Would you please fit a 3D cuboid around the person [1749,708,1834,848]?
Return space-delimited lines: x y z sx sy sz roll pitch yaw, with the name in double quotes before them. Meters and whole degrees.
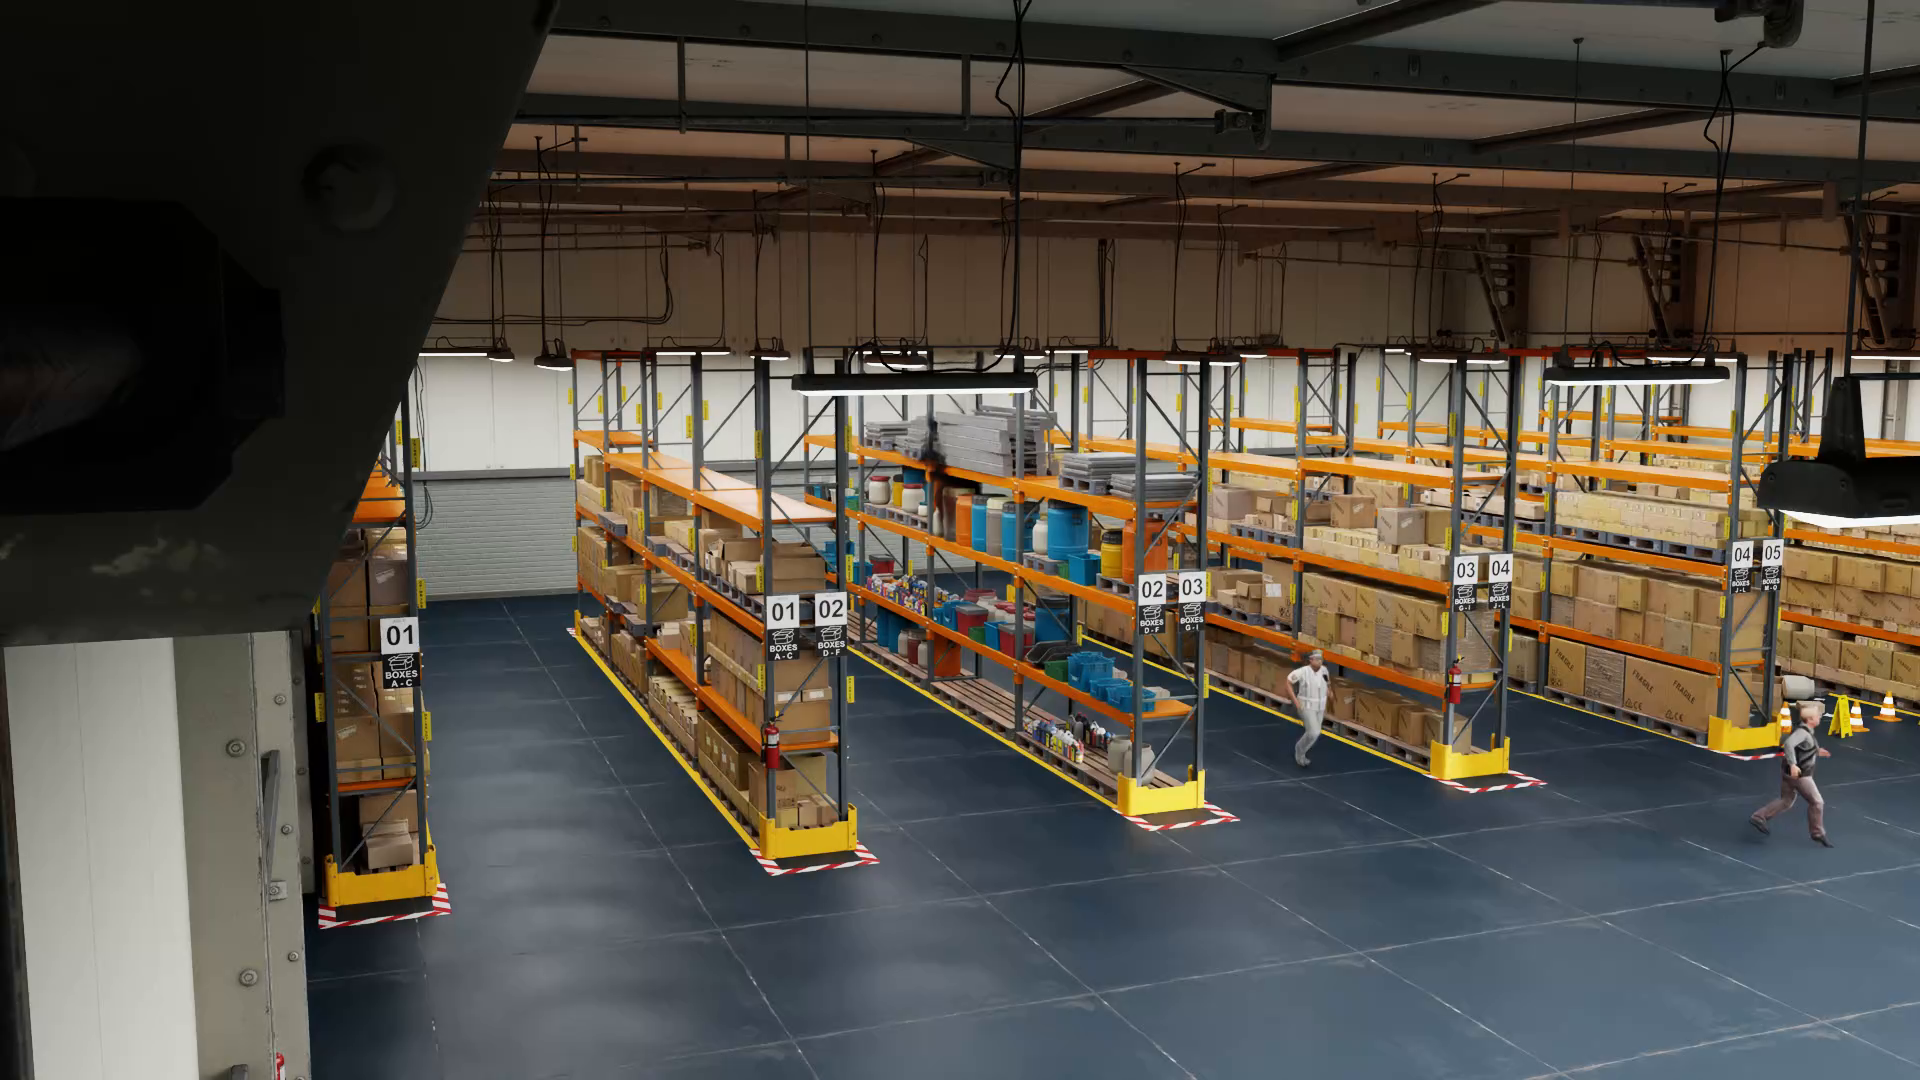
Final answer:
"person" 10.343 2.932 20.592 0.977 1.748 0.678 2 7 17

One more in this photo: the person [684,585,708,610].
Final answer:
"person" -5.487 1.140 34.924 0.695 1.802 0.716 -5 8 -33

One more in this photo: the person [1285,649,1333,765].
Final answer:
"person" 5.154 2.440 24.304 0.657 1.738 0.681 -4 8 -27
